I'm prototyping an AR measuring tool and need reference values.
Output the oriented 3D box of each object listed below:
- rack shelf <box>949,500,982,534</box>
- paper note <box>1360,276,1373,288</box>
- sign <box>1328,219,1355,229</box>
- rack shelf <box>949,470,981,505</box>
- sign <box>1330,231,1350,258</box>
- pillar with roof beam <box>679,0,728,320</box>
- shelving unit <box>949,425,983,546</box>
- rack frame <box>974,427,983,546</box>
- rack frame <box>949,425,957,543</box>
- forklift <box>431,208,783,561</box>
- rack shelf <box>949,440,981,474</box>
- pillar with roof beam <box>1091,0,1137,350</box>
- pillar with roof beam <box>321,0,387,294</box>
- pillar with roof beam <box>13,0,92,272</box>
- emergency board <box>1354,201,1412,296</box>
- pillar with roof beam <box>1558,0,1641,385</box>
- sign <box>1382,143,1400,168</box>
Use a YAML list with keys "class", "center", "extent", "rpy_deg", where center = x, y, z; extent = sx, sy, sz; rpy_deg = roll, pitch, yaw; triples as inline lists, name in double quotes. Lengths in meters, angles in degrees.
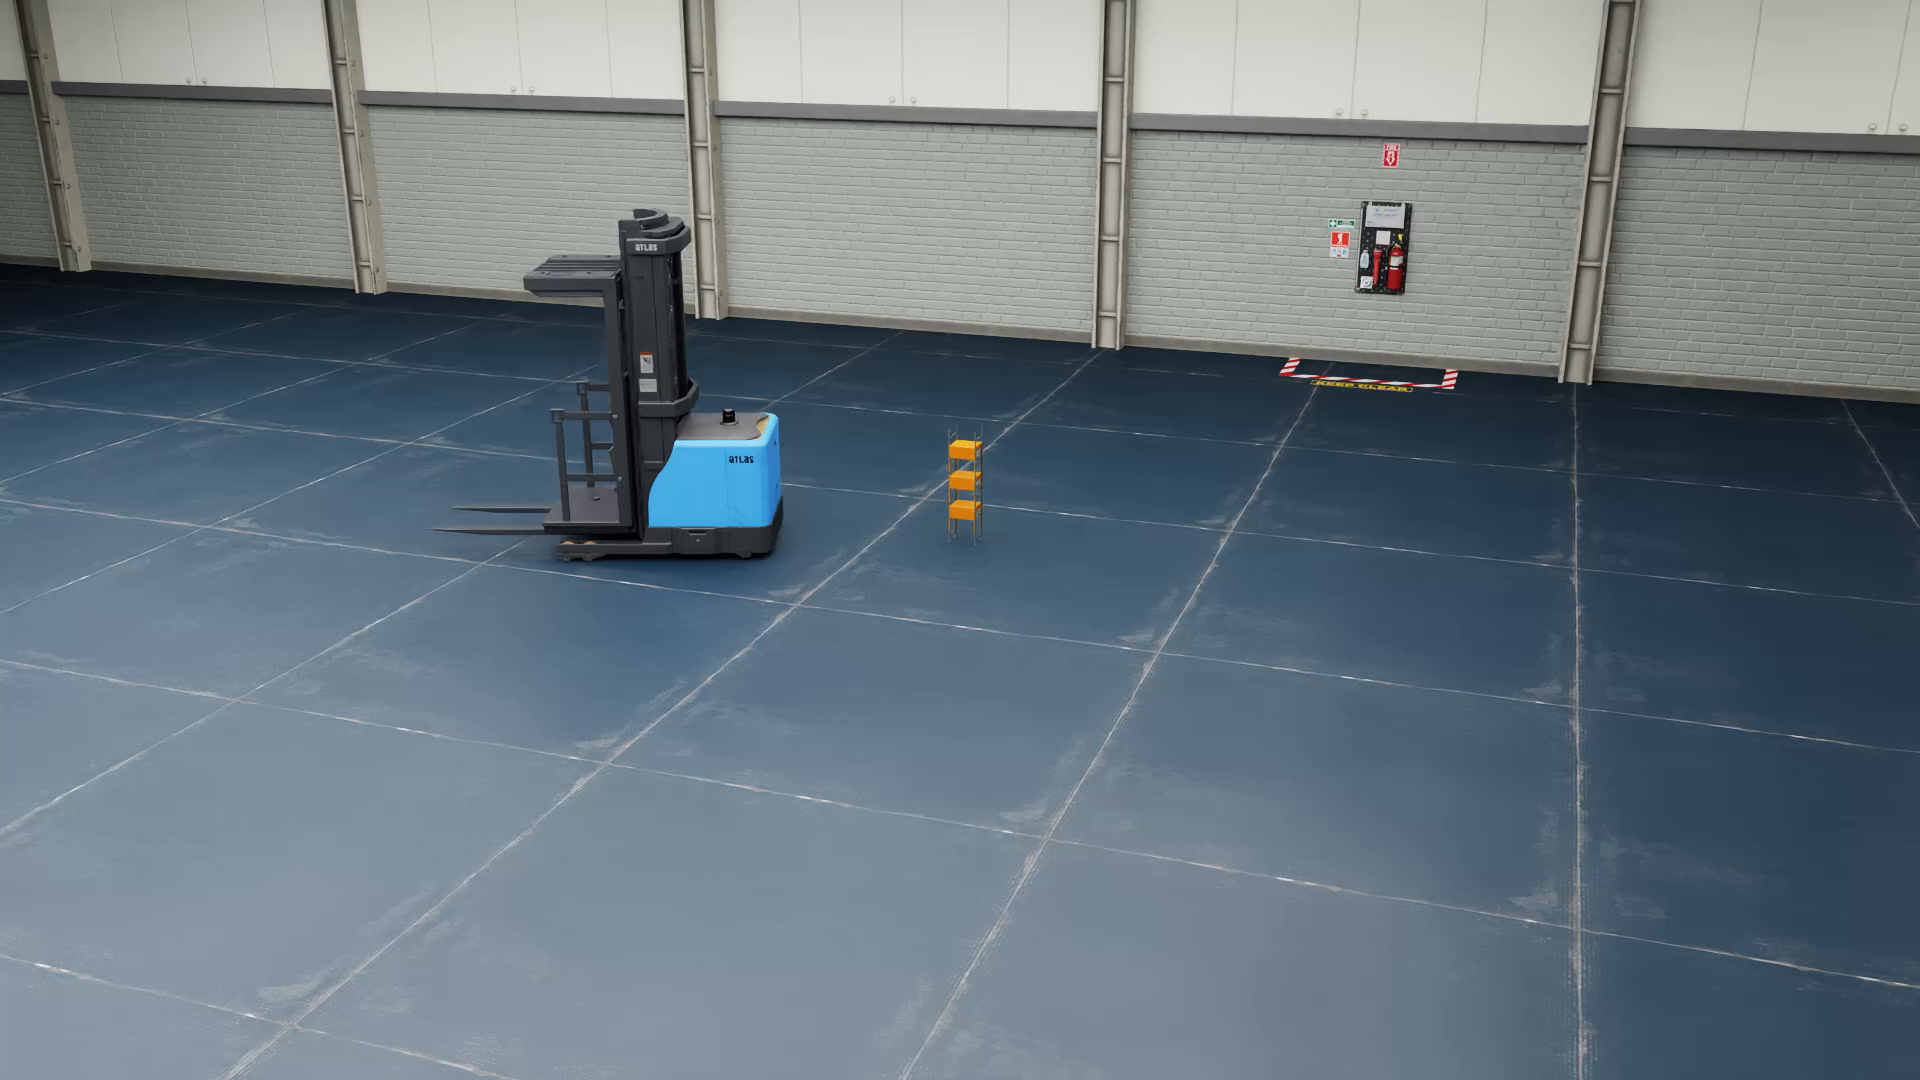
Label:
- class: "rack shelf"
  center: [0.051, -0.218, 14.982]
  extent: [0.240, 0.259, 0.215]
  rpy_deg: [7, 20, 18]
- class: "paper note"
  center: [5.219, -3.308, 21.347]
  extent: [0.142, 0.148, 0.016]
  rpy_deg: [7, 20, 18]
- class: "sign"
  center: [4.877, -4.039, 21.246]
  extent: [0.331, 0.109, 0.001]
  rpy_deg: [7, 20, 18]
- class: "rack shelf"
  center: [0.051, -0.480, 14.890]
  extent: [0.240, 0.259, 0.215]
  rpy_deg: [7, 20, 18]
- class: "sign"
  center: [4.876, -3.792, 21.343]
  extent: [0.234, 0.329, 0.001]
  rpy_deg: [7, 20, 18]
- class: "pillar with roof beam"
  center: [-5.062, -6.195, 19.177]
  extent: [0.400, 9.000, 9.100]
  rpy_deg: [7, 20, 18]
- class: "shelving unit"
  center: [0.051, -0.490, 14.887]
  extent: [0.252, 1.050, 0.215]
  rpy_deg: [7, 20, 18]
- class: "rack frame"
  center: [0.166, -0.477, 14.849]
  extent: [0.008, 1.050, 0.200]
  rpy_deg: [7, 20, 18]
- class: "rack frame"
  center: [-0.065, -0.503, 14.925]
  extent: [0.008, 1.050, 0.200]
  rpy_deg: [7, 20, 18]
- class: "forklift"
  center: [-3.155, -1.376, 14.571]
  extent: [3.031, 2.935, 1.130]
  rpy_deg: [0, 19, 0]
- class: "rack shelf"
  center: [0.051, -0.748, 14.797]
  extent: [0.240, 0.259, 0.215]
  rpy_deg: [7, 20, 18]
- class: "pillar with roof beam"
  center: [0.605, -5.547, 17.318]
  extent: [0.400, 9.000, 9.100]
  rpy_deg: [7, 20, 18]
- class: "pillar with roof beam"
  center: [-10.730, -6.843, 21.036]
  extent: [0.400, 9.000, 9.100]
  rpy_deg: [7, 20, 18]
- class: "pillar with roof beam"
  center: [-16.398, -7.491, 22.896]
  extent: [0.400, 9.000, 9.100]
  rpy_deg: [7, 20, 18]
- class: "emergency board"
  center: [5.364, -3.683, 21.086]
  extent: [0.643, 1.169, 0.194]
  rpy_deg: [7, 20, 18]
- class: "pillar with roof beam"
  center: [6.273, -4.899, 15.458]
  extent: [0.400, 9.000, 9.100]
  rpy_deg: [7, 20, 18]
- class: "sign"
  center: [5.389, -4.810, 20.795]
  extent: [0.199, 0.298, 0.001]
  rpy_deg: [7, 20, 18]
